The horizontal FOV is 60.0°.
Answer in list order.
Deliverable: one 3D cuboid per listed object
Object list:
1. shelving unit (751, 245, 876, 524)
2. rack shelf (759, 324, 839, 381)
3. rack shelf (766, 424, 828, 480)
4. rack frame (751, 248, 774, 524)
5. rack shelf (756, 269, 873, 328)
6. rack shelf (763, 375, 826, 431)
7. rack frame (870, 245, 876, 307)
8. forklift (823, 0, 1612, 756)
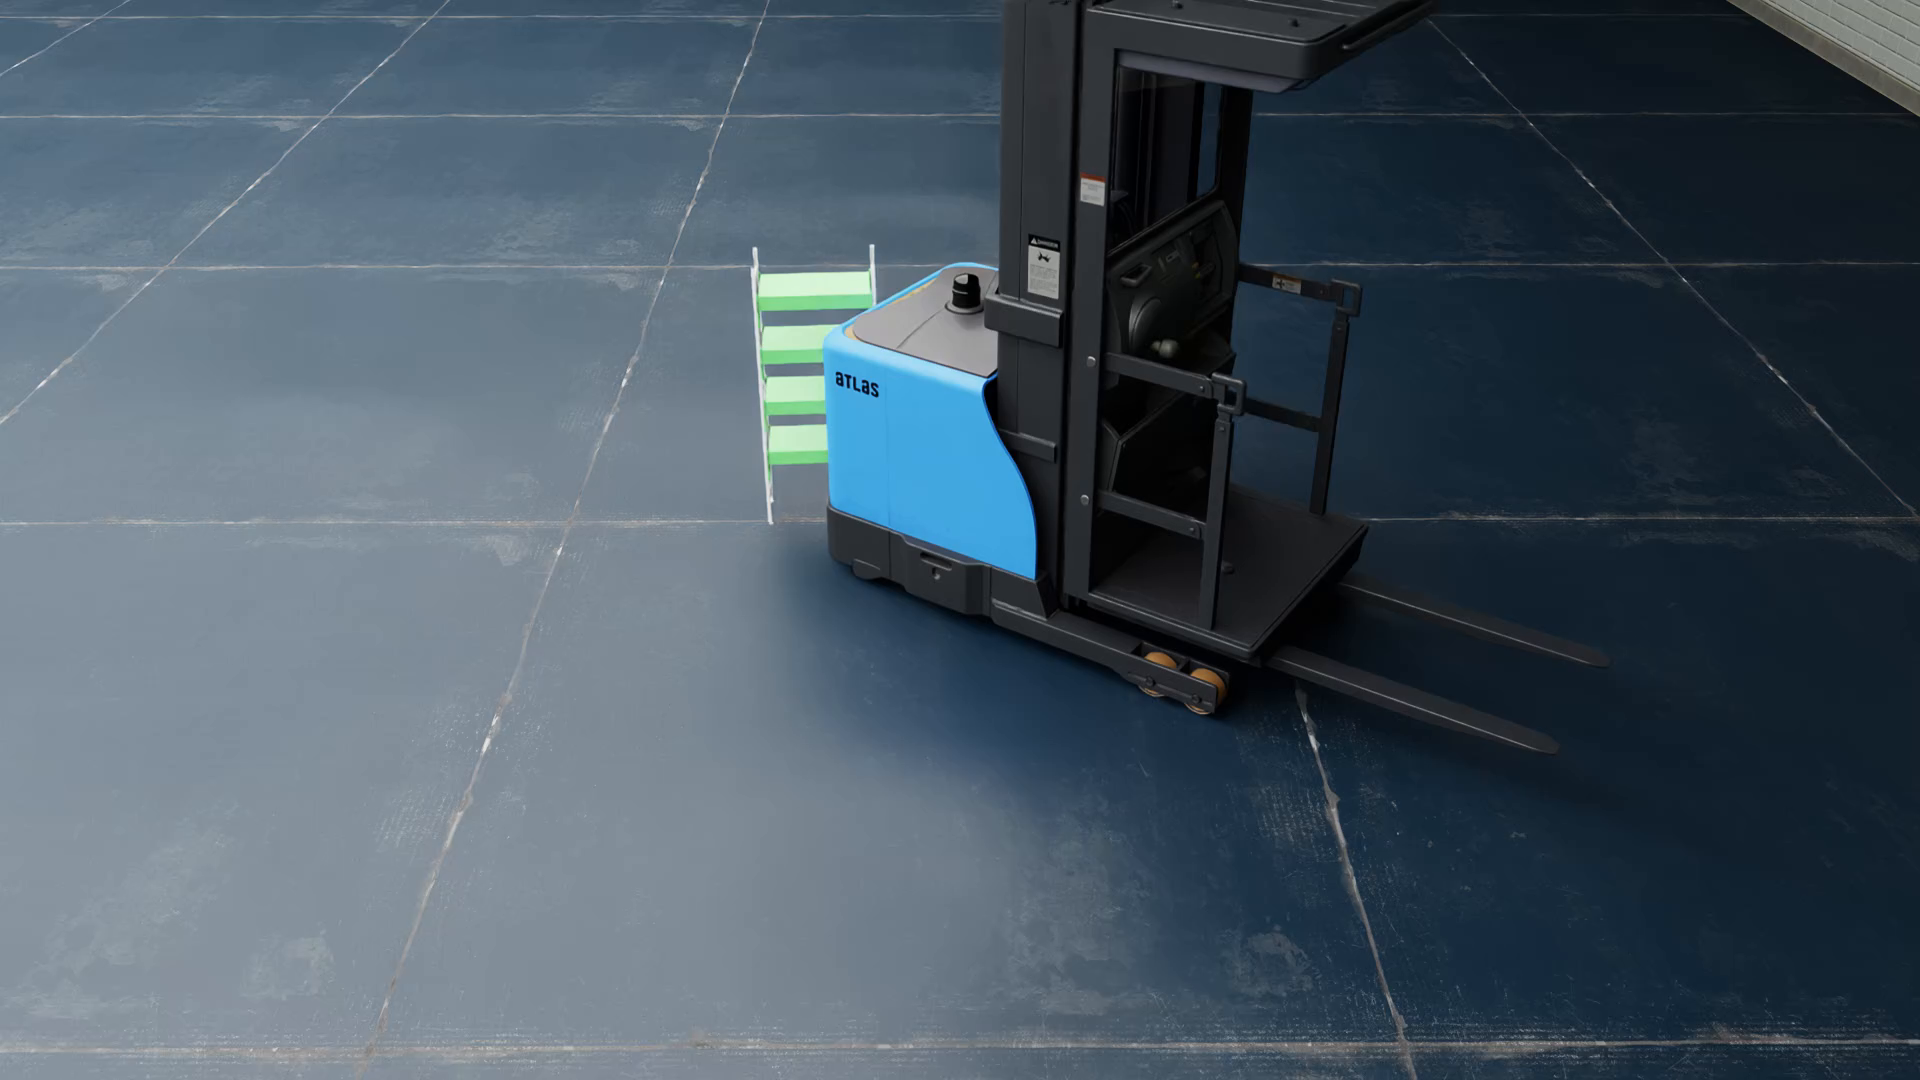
[{"bbox_3d":[-0.605,-0.656,7.175,0.503,1.200,0.258,-2,31,-3],"label":"shelving unit"},{"bbox_3d":[-0.605,-0.807,7.083,0.480,0.148,0.258,-2,31,-3],"label":"rack shelf"},{"bbox_3d":[-0.605,-0.396,7.332,0.480,0.148,0.258,-2,31,-3],"label":"rack shelf"},{"bbox_3d":[-0.849,-0.647,7.160,0.015,1.200,0.240,-2,31,-3],"label":"rack frame"},{"bbox_3d":[-0.605,-1.012,6.959,0.480,0.148,0.258,-2,31,-3],"label":"rack shelf"},{"bbox_3d":[-0.605,-0.601,7.208,0.480,0.148,0.258,-2,31,-3],"label":"rack shelf"},{"bbox_3d":[-0.362,-0.665,7.189,0.015,1.200,0.240,-2,31,-3],"label":"rack frame"},{"bbox_3d":[0.950,-0.920,5.940,3.031,2.935,1.130,19,36,29],"label":"forklift"}]
